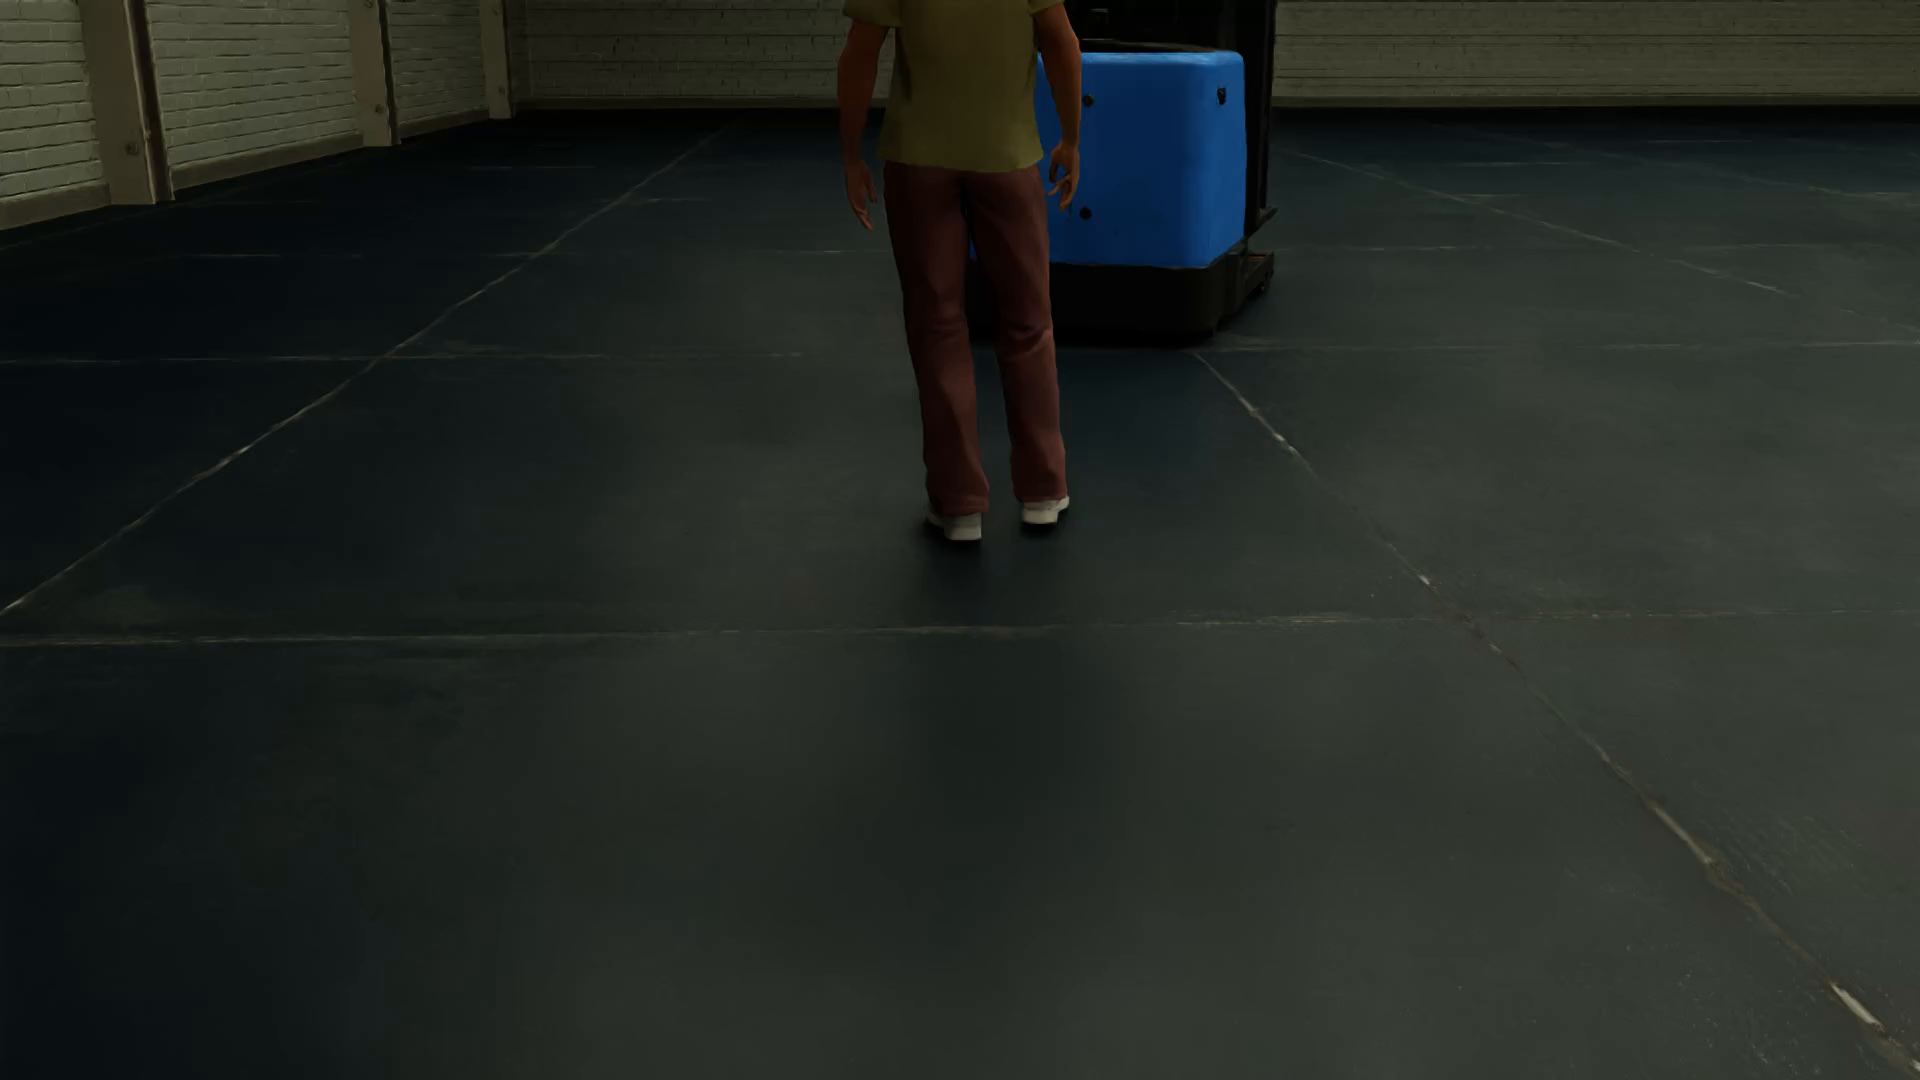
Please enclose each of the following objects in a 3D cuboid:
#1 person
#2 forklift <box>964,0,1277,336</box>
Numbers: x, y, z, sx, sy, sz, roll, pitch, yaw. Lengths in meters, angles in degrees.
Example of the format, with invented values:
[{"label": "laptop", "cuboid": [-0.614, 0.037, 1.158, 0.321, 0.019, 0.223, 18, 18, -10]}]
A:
[{"label": "person", "cuboid": [0.007, -0.830, 3.742, 0.554, 1.674, 0.548, -1, 17, -3]}, {"label": "forklift", "cuboid": [0.852, -2.569, 7.305, 1.130, 2.935, 3.031, 5, 18, 16]}]
